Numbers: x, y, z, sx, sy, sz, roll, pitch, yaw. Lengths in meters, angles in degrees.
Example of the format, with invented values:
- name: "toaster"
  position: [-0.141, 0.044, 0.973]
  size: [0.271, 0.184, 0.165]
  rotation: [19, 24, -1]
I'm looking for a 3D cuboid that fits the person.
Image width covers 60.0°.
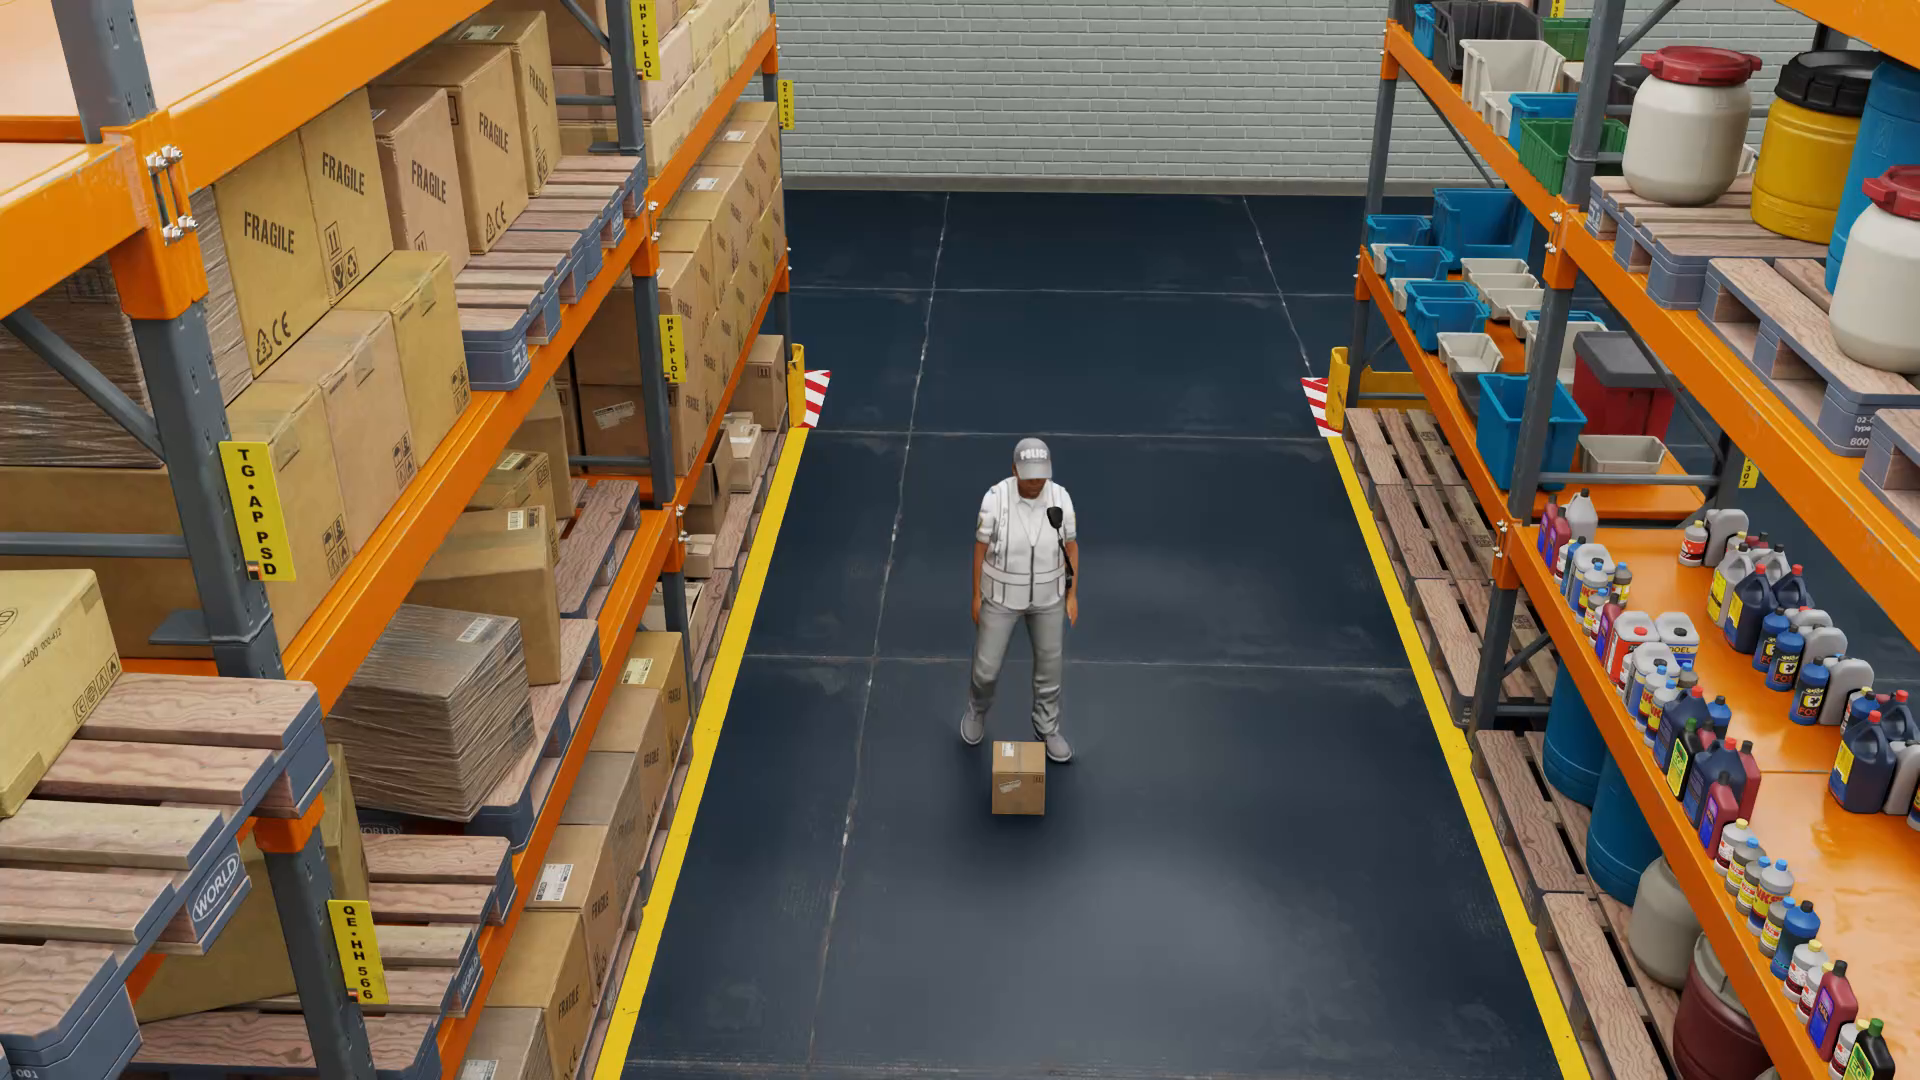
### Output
- name: "person"
  position: [0.295, 0.281, 8.052]
  size: [0.573, 1.668, 0.486]
  rotation: [-5, 29, -9]
